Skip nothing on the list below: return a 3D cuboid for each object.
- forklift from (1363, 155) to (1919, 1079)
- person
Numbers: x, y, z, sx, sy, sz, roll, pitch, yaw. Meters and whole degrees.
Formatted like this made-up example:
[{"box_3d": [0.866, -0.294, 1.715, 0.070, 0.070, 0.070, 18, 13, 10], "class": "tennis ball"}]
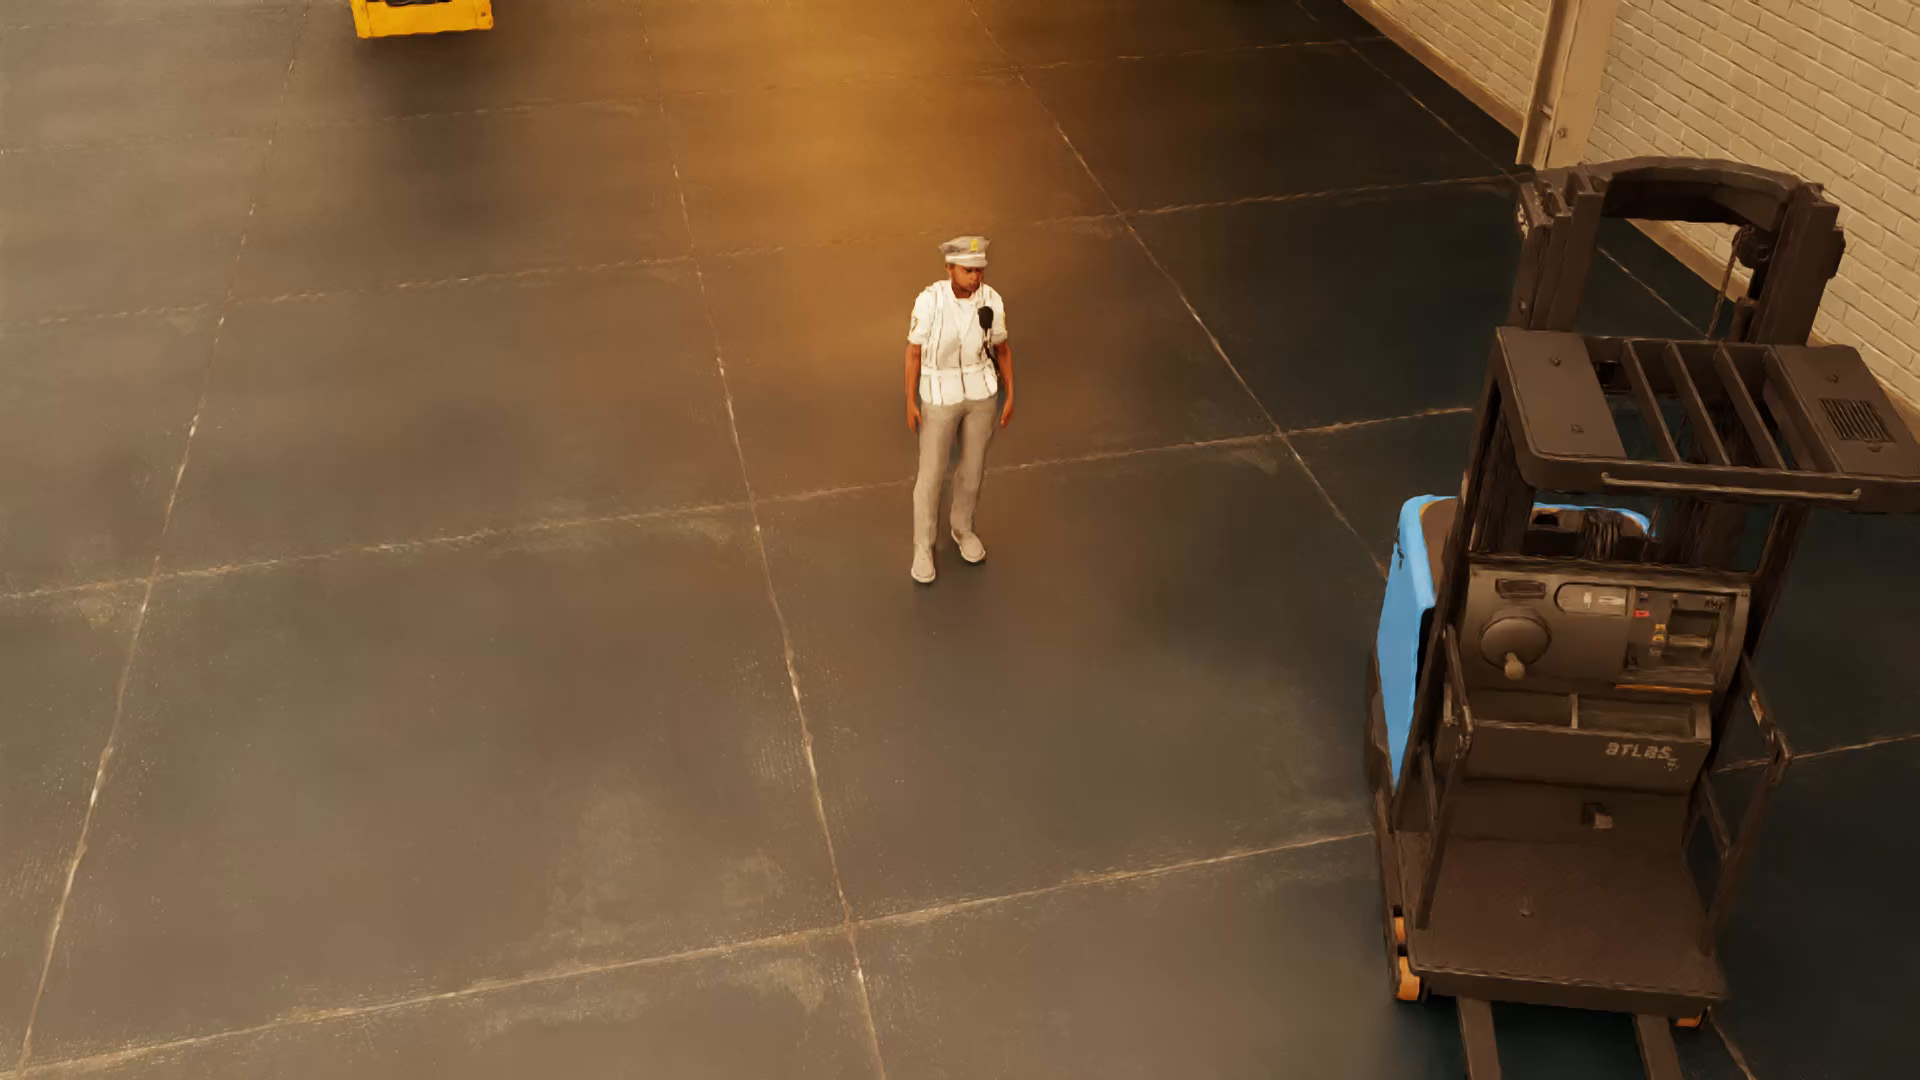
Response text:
[{"box_3d": [2.185, 0.372, 5.534, 1.130, 2.935, 3.031, 4, 36, 6], "class": "forklift"}, {"box_3d": [-0.002, -0.649, 7.997, 0.570, 1.695, 0.529, -8, 36, -11], "class": "person"}]
